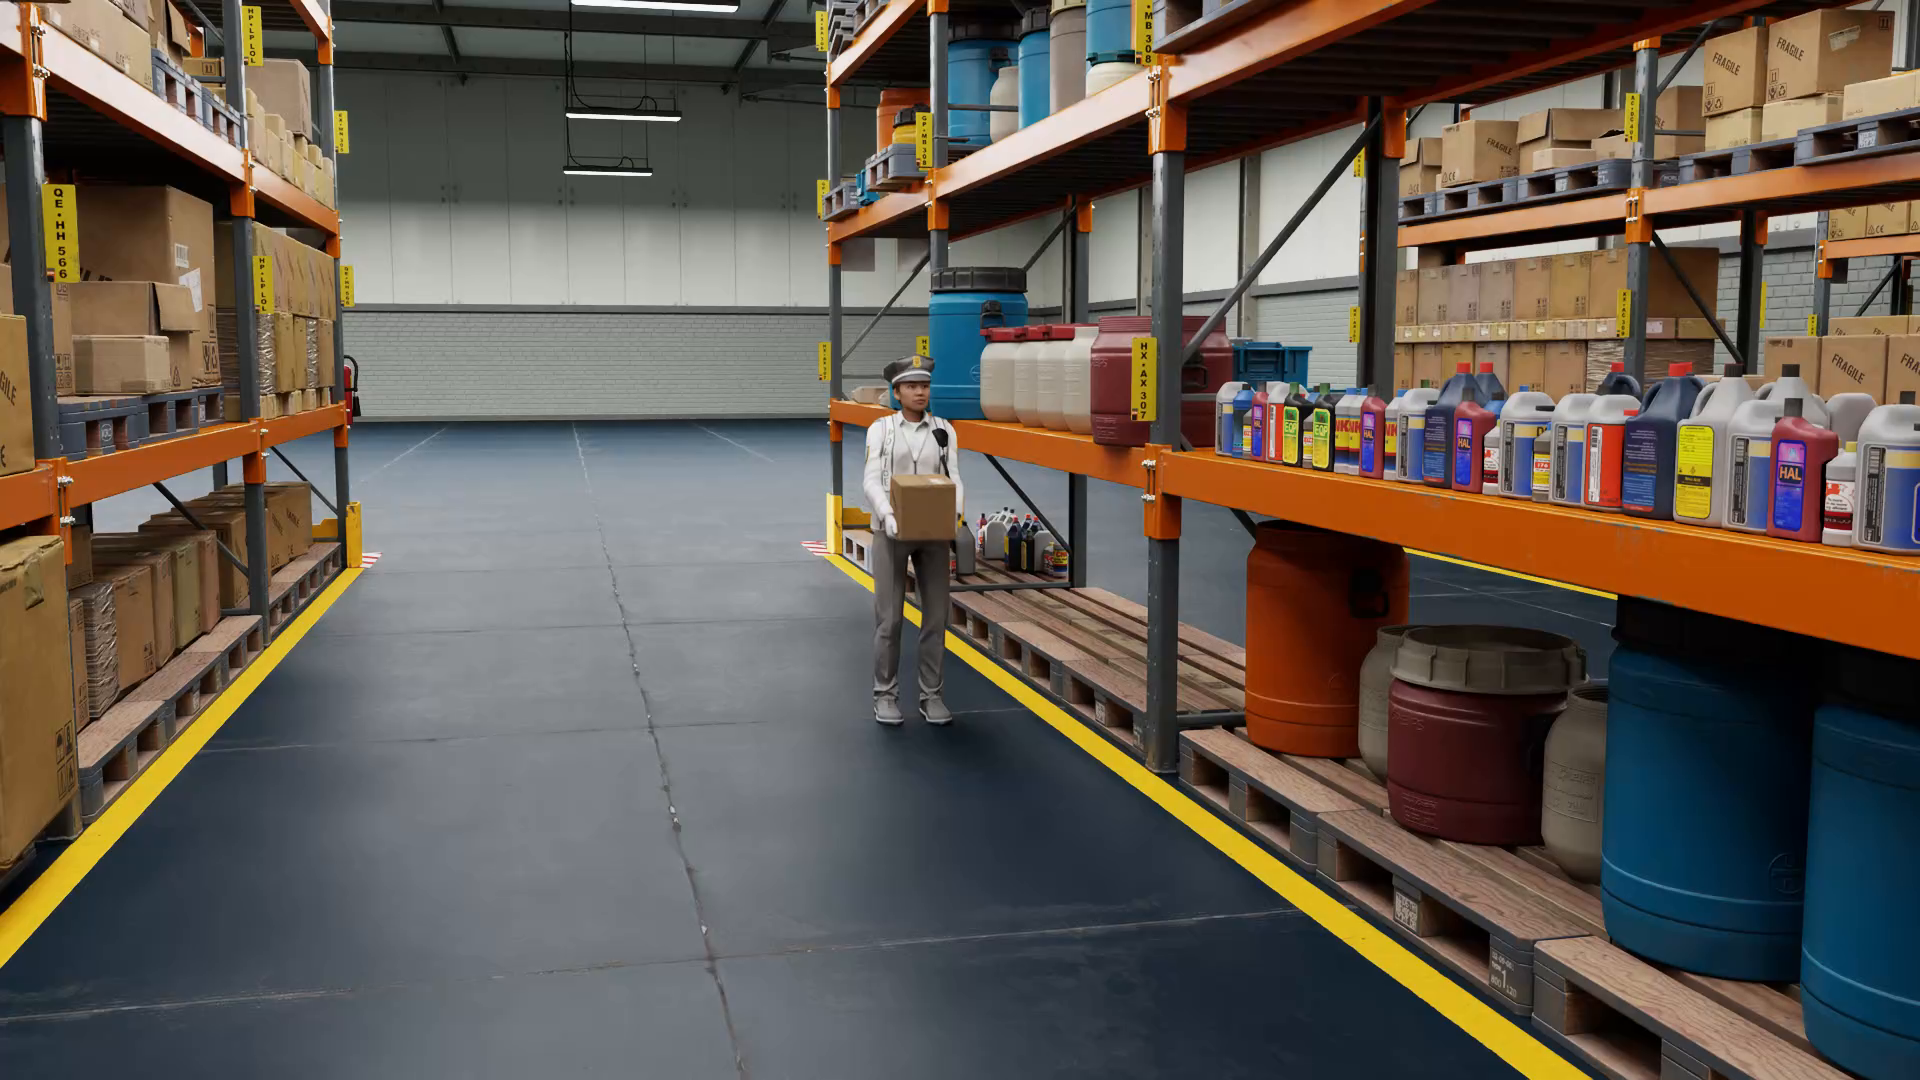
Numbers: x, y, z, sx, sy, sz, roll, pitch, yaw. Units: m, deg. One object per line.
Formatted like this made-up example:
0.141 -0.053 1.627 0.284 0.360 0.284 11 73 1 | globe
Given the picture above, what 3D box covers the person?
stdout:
-0.210 -0.004 7.608 0.459 1.686 0.555 -1 6 -13 | person
